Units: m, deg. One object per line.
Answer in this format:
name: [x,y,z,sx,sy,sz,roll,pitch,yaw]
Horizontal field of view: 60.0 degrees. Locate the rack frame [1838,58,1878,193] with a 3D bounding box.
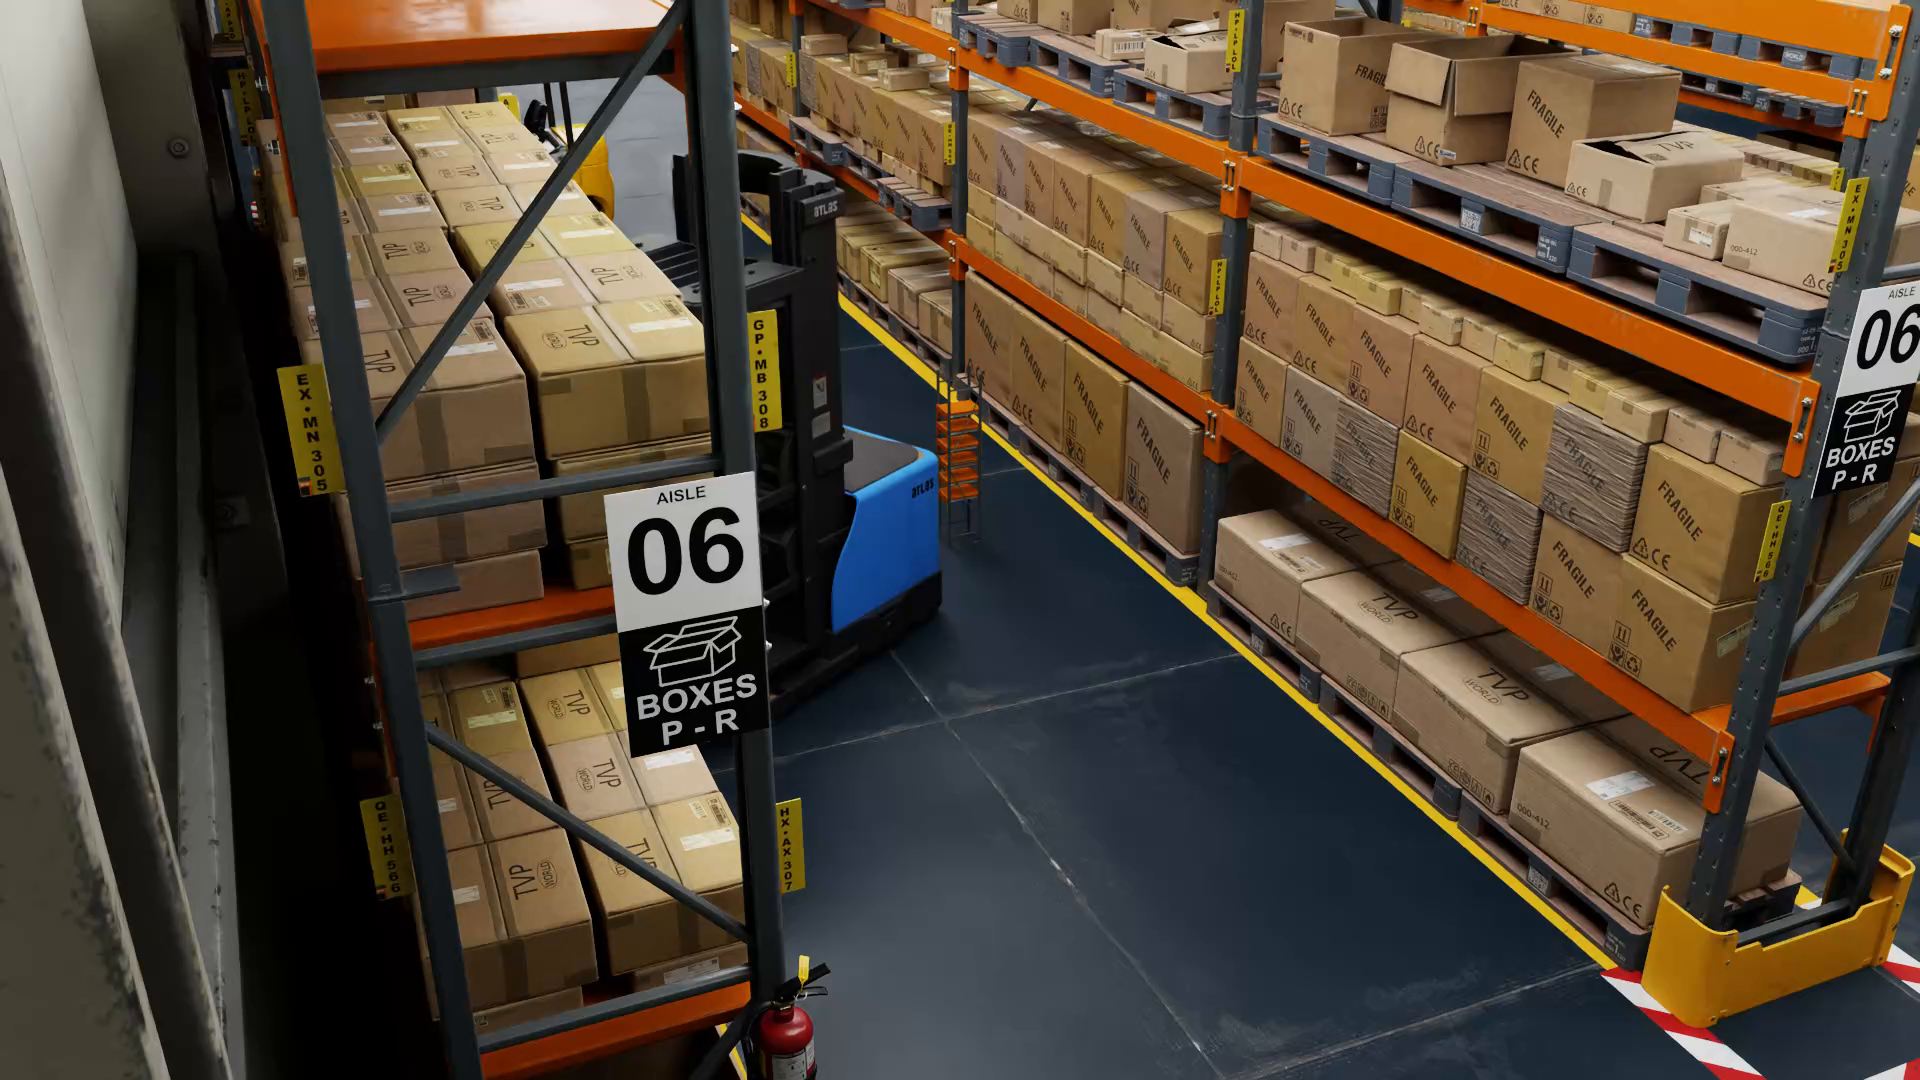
rack frame: [6.499,-1.961,11.847,1.000,3.000,0.127,-11,28,-21]

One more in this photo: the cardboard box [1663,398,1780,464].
cardboard box: [3.104,-0.449,6.758,0.380,0.149,0.250,-10,28,-20]

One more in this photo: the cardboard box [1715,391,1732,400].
cardboard box: [3.502,-0.649,7.168,0.380,0.149,0.250,-10,28,-19]

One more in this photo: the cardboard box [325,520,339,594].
cardboard box: [-3.438,0.156,9.881,0.500,0.500,0.500,-12,29,-23]

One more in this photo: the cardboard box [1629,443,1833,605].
cardboard box: [3.143,-0.102,6.787,0.500,0.500,0.500,-10,28,-19]

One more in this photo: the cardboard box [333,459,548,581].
cardboard box: [-1.440,-0.147,4.545,0.500,0.250,0.500,-11,28,-22]

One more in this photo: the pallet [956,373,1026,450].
pallet: [0.657,-1.100,13.262,1.003,0.211,1.213,-11,28,-21]

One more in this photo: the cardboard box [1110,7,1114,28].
cardboard box: [1.279,-3.664,11.592,0.396,0.266,0.258,-11,28,-22]

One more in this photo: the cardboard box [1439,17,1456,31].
cardboard box: [6.668,-6.940,22.332,0.380,0.149,0.250,-11,28,-21]

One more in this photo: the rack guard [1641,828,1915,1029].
rack guard: [3.560,1.679,7.242,1.175,0.500,0.348,-11,28,-21]

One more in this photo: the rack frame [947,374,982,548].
rack frame: [0.030,-0.508,10.923,0.240,1.200,0.006,-11,28,-21]

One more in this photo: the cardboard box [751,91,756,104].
cardboard box: [-2.029,-4.781,17.910,0.380,0.149,0.250,-11,28,-22]

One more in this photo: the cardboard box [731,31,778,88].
cardboard box: [-2.172,-5.235,18.101,0.500,0.500,0.500,-11,28,-22]

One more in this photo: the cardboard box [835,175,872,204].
cardboard box: [-1.132,-3.873,17.565,0.500,0.500,0.500,-9,27,-18]

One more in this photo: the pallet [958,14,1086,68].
pallet: [0.718,-3.696,12.198,1.213,0.211,1.003,-9,28,-18]

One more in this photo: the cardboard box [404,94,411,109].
cardboard box: [-2.651,-2.318,8.514,0.380,0.149,0.250,-11,28,-21]

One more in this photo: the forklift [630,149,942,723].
forklift: [-1.398,-0.481,8.895,1.130,2.935,3.031,18,31,33]

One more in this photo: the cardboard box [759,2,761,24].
cardboard box: [-1.829,-5.979,18.484,0.700,0.500,0.500,-11,28,-21]

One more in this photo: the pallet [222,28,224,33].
pallet: [-4.937,-3.802,12.415,1.003,0.211,1.213,-9,28,-18]

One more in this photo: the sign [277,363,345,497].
sign: [-1.534,-0.259,3.933,0.100,0.325,0.005,-11,28,-21]

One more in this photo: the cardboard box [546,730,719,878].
cardboard box: [-1.143,0.901,5.818,0.500,0.250,0.500,-10,28,-20]

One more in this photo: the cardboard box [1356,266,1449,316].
cardboard box: [2.241,-1.263,8.425,0.380,0.149,0.250,-11,28,-22]

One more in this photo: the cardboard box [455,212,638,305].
cardboard box: [-1.349,-0.870,5.457,0.500,0.250,0.500,-11,28,-21]

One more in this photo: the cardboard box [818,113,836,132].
cardboard box: [-1.134,-3.995,15.821,0.380,0.149,0.250,-10,28,-20]

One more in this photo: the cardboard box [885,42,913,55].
cardboard box: [-0.479,-4.534,15.447,0.380,0.149,0.250,-11,28,-22]

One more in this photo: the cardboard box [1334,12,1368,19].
cardboard box: [3.967,-5.074,16.969,0.700,0.500,0.500,-10,28,-20]

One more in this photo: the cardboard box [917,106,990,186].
cardboard box: [-0.016,-3.187,13.427,0.500,0.500,0.500,-11,28,-22]

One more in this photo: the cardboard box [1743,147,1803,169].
cardboard box: [6.359,-2.962,13.027,0.380,0.149,0.250,-11,28,-21]

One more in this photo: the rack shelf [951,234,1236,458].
rack shelf: [1.201,-1.553,11.833,1.077,0.370,4.000,-11,28,-21]

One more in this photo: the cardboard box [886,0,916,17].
cardboard box: [-0.206,-4.689,13.899,0.797,0.503,0.637,-11,28,-21]

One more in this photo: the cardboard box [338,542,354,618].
cardboard box: [-2.434,0.166,7.322,0.500,0.250,0.500,-11,28,-21]

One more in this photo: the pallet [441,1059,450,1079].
pallet: [-1.358,2.301,6.297,1.003,0.211,1.213,-11,28,-21]

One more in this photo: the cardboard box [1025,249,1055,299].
cardboard box: [0.795,-1.959,12.014,0.500,0.250,0.500,-10,28,-19]

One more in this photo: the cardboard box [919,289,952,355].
cardboard box: [0.205,-1.922,14.283,0.950,0.372,0.625,-13,29,-24]

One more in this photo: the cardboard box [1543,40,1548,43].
cardboard box: [7.483,-6.139,20.691,0.380,0.149,0.250,-11,28,-21]

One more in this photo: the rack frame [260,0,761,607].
rack frame: [-1.015,-1.296,3.648,1.000,3.000,0.127,-11,28,-21]

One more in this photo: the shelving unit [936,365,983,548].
shelving unit: [-0.006,-0.545,10.999,0.258,1.200,0.189,-11,28,-21]

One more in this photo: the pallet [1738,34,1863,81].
pallet: [6.355,-3.492,11.778,1.213,0.211,1.003,-11,28,-21]

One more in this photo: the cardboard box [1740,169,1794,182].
cardboard box: [5.957,-2.645,12.378,0.380,0.149,0.250,-12,28,-22]

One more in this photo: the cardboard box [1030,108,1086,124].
cardboard box: [0.861,-3.014,12.752,0.500,0.500,0.500,-11,28,-22]

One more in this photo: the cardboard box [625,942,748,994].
cardboard box: [-0.892,1.333,5.387,0.380,0.149,0.250,-11,28,-21]

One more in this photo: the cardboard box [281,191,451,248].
cardboard box: [-2.032,-0.993,5.709,0.500,0.250,0.500,-11,28,-21]

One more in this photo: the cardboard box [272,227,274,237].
cardboard box: [-4.782,-2.327,12.198,0.500,0.250,0.500,-10,28,-20]

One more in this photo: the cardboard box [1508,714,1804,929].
cardboard box: [3.200,1.259,7.694,0.875,0.438,0.875,-12,28,-22]

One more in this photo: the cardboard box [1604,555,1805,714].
cardboard box: [3.118,0.351,6.997,0.500,0.500,0.500,-10,28,-20]

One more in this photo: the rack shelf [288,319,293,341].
rack shelf: [-4.932,-2.314,13.390,1.077,0.370,4.000,-11,28,-21]

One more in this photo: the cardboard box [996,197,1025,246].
cardboard box: [0.590,-2.385,12.318,0.500,0.250,0.500,-10,28,-19]

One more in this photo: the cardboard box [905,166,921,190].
cardboard box: [-0.239,-3.042,13.868,0.380,0.149,0.250,-11,28,-21]

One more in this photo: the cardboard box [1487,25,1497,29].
cardboard box: [7.240,-6.974,21.662,0.875,0.500,0.500,-11,28,-21]

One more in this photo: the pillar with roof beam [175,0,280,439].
pillar with roof beam: [-1.527,-5.637,12.538,9.100,9.000,0.400,-11,28,-21]

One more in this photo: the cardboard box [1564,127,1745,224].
cardboard box: [3.010,-1.609,7.216,0.500,0.311,0.500,-10,28,-20]

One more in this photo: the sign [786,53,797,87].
sign: [-1.645,-4.592,16.249,0.100,0.325,0.005,-11,28,-21]
